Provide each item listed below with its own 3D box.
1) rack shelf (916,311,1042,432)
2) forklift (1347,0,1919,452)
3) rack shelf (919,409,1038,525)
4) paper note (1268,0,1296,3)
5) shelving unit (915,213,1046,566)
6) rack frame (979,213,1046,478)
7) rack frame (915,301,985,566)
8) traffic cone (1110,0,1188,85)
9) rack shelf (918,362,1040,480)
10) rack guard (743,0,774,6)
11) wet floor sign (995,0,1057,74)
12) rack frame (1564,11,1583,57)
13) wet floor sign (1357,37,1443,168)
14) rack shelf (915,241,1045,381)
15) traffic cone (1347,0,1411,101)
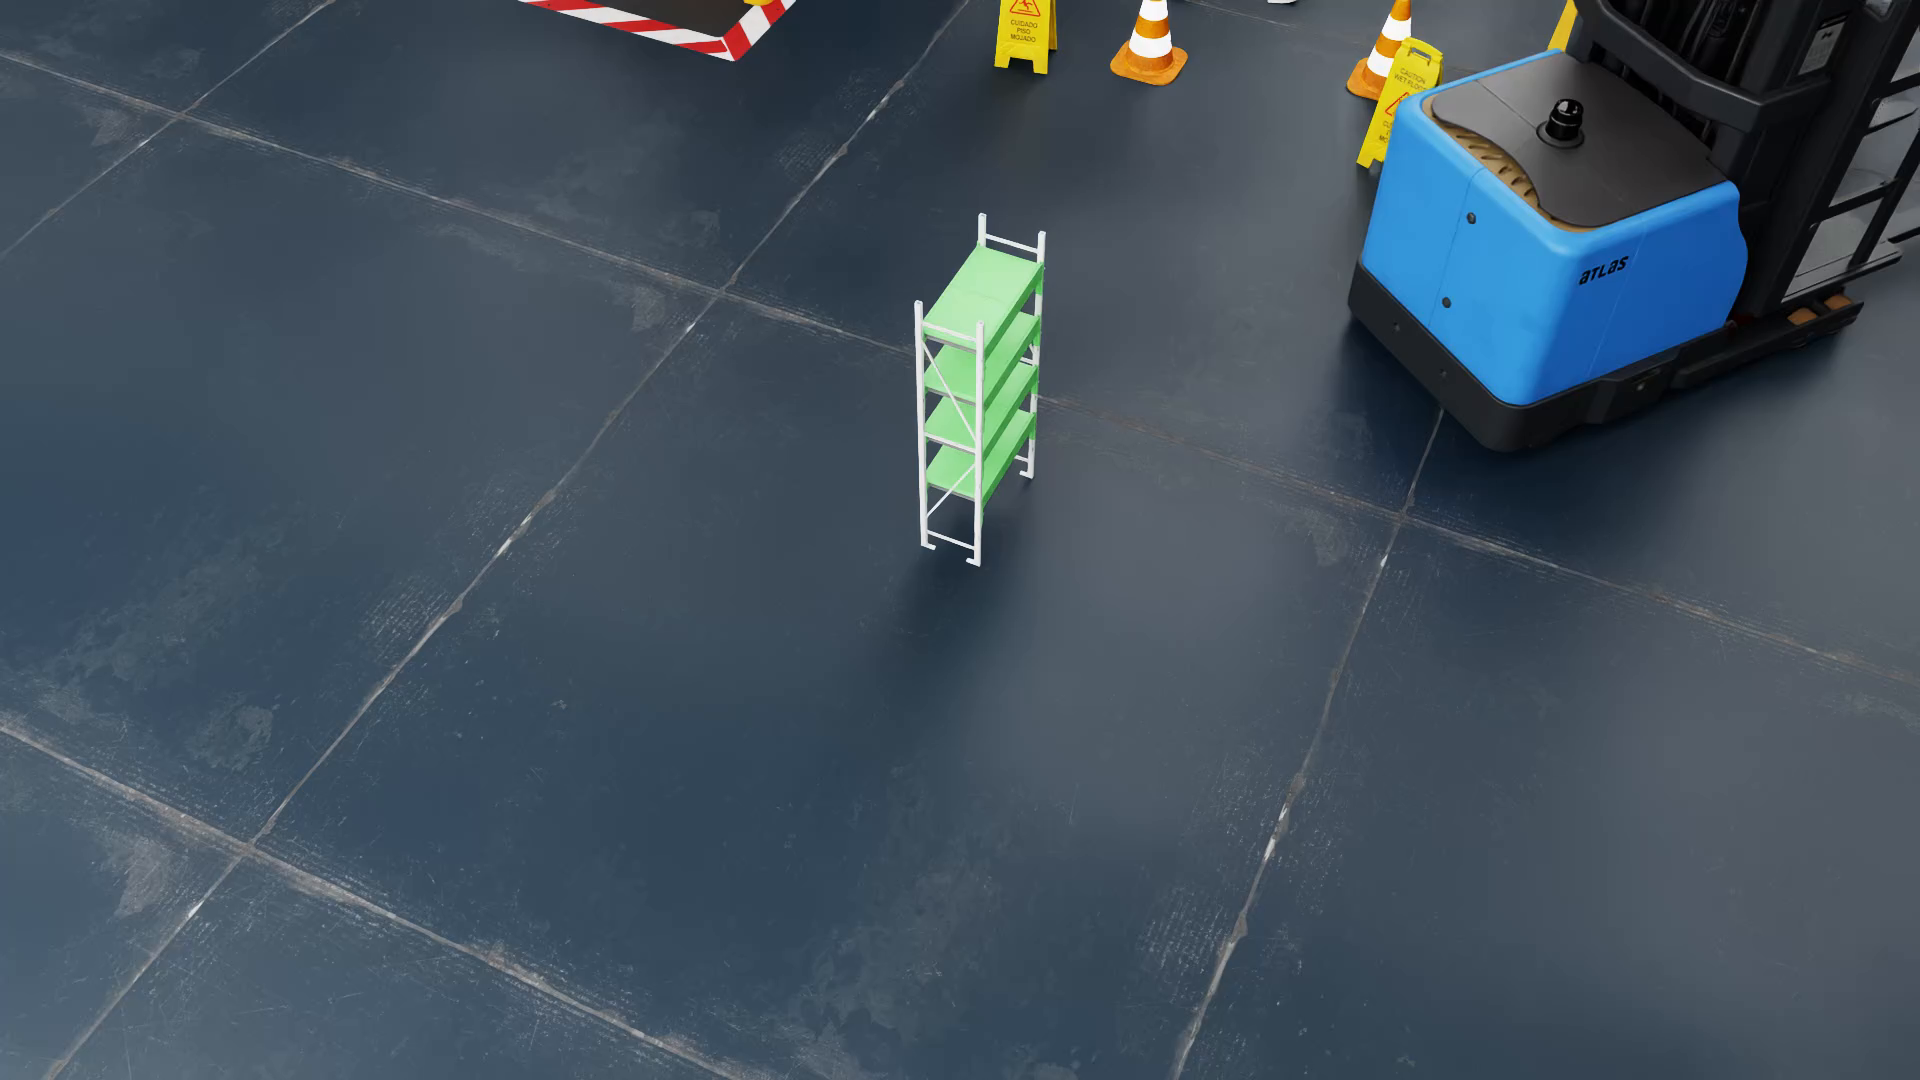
[{"bbox_3d":[0.071,-0.617,5.756,0.258,0.148,0.480,20,52,16],"label":"rack shelf"},{"bbox_3d":[3.183,-2.091,6.104,3.031,2.935,1.130,-21,53,-17],"label":"forklift"},{"bbox_3d":[0.071,-0.306,6.121,0.258,0.148,0.480,20,52,16],"label":"rack shelf"},{"bbox_3d":[1.675,-2.839,8.646,0.148,0.019,0.142,4,50,3],"label":"paper note"},{"bbox_3d":[0.071,-0.503,5.890,0.258,1.200,0.503,20,52,16],"label":"shelving unit"},{"bbox_3d":[0.175,-0.671,6.033,0.240,1.200,0.015,20,52,16],"label":"rack frame"},{"bbox_3d":[-0.034,-0.335,5.747,0.240,1.200,0.015,20,52,16],"label":"rack frame"},{"bbox_3d":[0.940,-2.523,8.093,0.336,0.463,0.334,20,52,16],"label":"traffic cone"},{"bbox_3d":[0.071,-0.461,5.939,0.258,0.148,0.480,20,52,16],"label":"rack shelf"},{"bbox_3d":[-1.458,-3.217,8.659,1.175,0.500,0.348,20,52,16],"label":"rack guard"},{"bbox_3d":[0.331,-2.616,8.053,0.267,0.644,0.232,12,51,10],"label":"wet floor sign"},{"bbox_3d":[3.071,-2.502,6.410,1.000,3.000,0.127,20,52,16],"label":"rack frame"},{"bbox_3d":[2.023,-1.957,7.491,0.232,0.644,0.267,-37,59,-27],"label":"wet floor sign"},{"bbox_3d":[0.071,-0.772,5.573,0.258,0.148,0.480,20,52,16],"label":"rack shelf"},{"bbox_3d":[2.089,-2.396,7.985,0.336,0.463,0.334,20,52,16],"label":"traffic cone"}]
